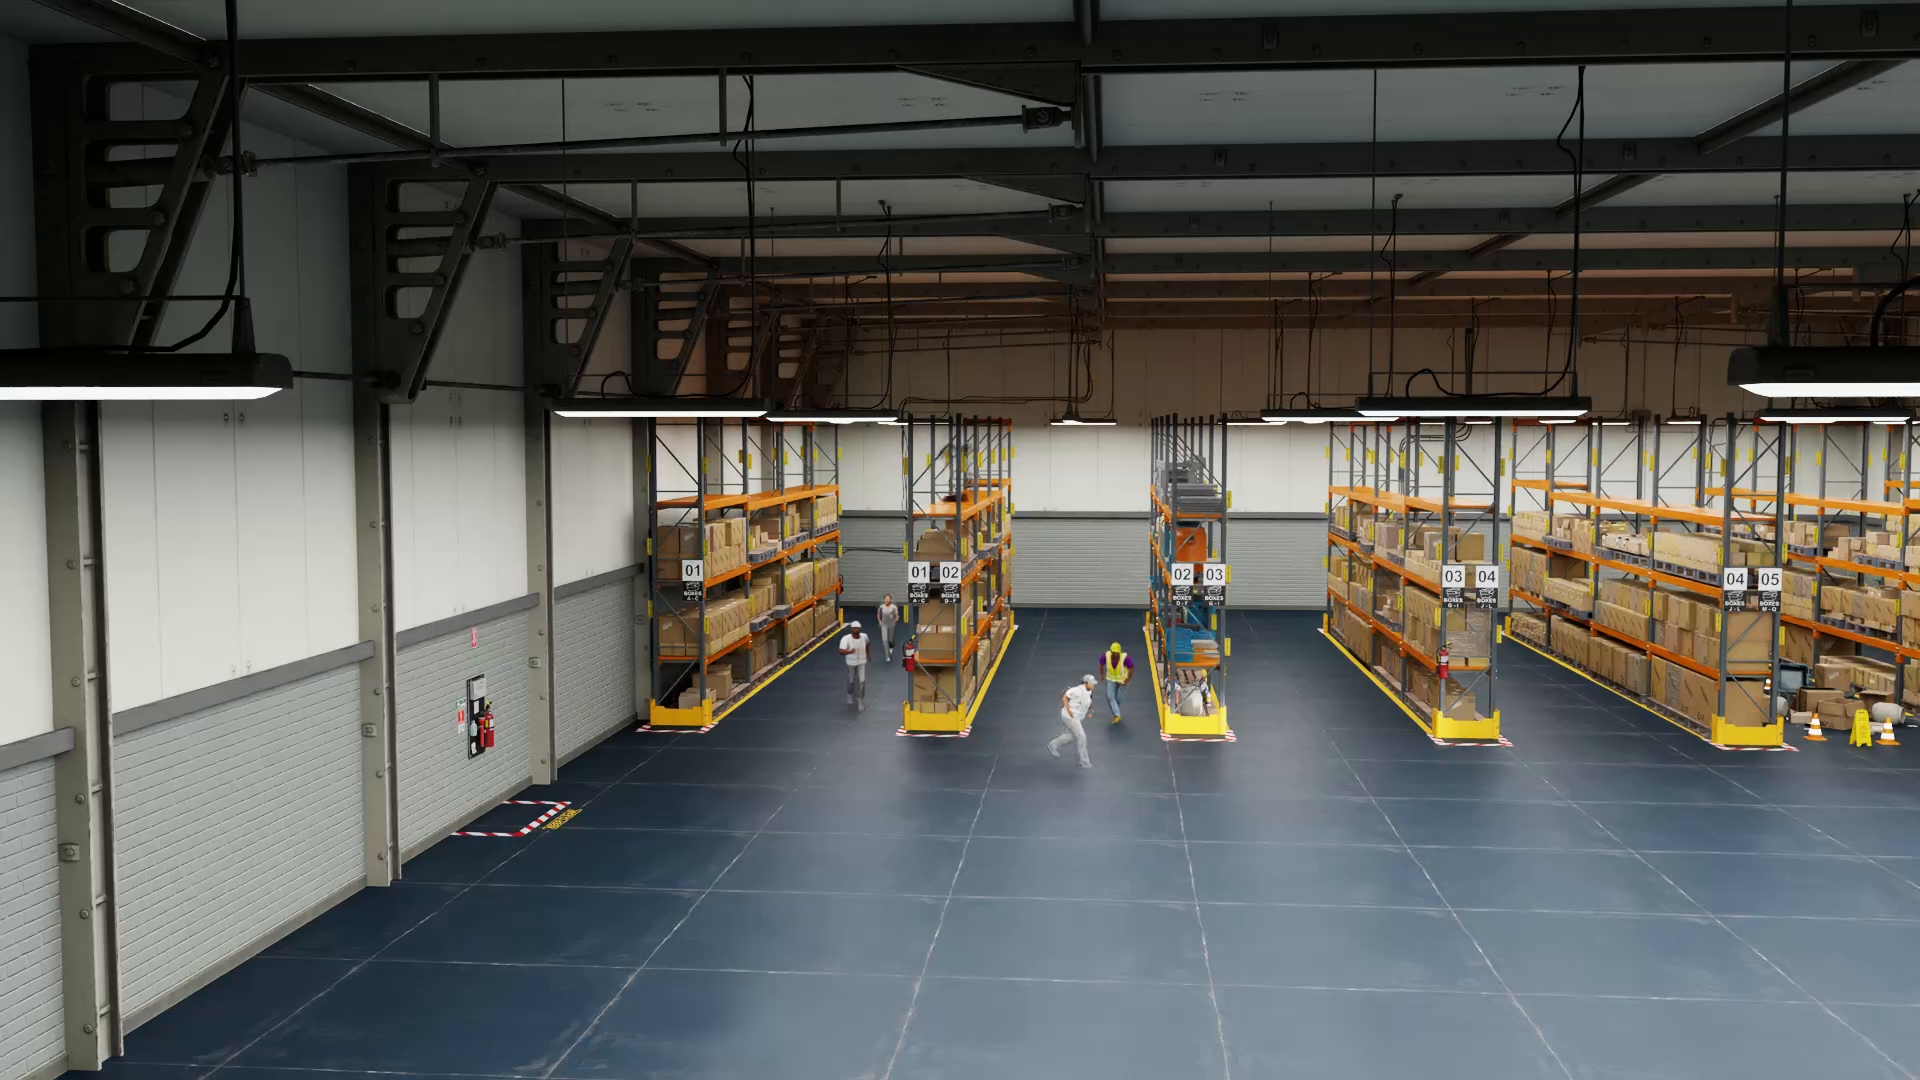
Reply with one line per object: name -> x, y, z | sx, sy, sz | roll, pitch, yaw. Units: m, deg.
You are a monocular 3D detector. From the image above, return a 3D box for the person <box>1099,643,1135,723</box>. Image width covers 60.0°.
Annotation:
person -> 3.073, 2.758, 32.549 | 0.703, 1.600, 1.115 | 1, 4, 10

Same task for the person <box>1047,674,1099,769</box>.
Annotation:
person -> 1.885, 3.059, 28.187 | 1.028, 1.627, 0.639 | 3, 5, 38

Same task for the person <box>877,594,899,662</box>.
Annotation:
person -> -1.783, 2.145, 41.154 | 0.549, 1.644, 0.813 | 0, 4, 0

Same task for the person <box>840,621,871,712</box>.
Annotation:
person -> -2.135, 2.539, 33.902 | 0.681, 1.803, 0.897 | -1, 4, -13
